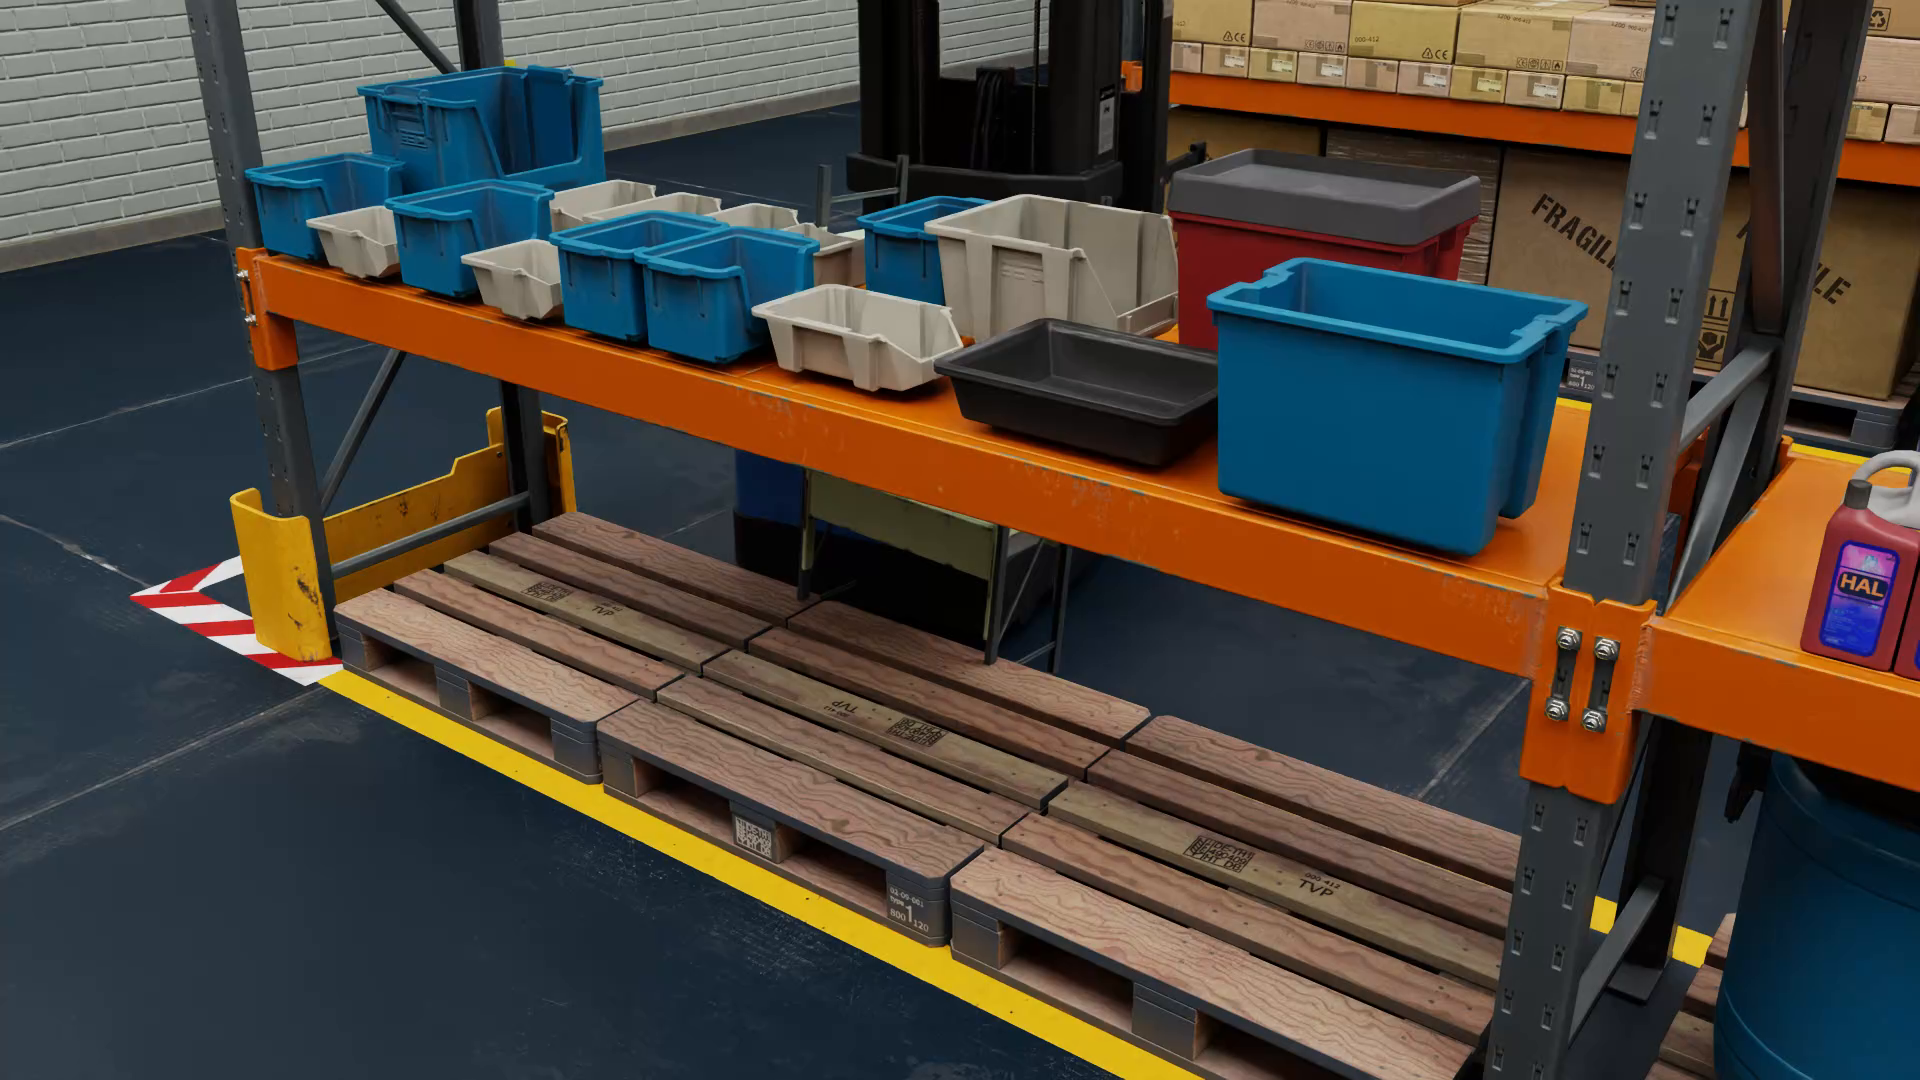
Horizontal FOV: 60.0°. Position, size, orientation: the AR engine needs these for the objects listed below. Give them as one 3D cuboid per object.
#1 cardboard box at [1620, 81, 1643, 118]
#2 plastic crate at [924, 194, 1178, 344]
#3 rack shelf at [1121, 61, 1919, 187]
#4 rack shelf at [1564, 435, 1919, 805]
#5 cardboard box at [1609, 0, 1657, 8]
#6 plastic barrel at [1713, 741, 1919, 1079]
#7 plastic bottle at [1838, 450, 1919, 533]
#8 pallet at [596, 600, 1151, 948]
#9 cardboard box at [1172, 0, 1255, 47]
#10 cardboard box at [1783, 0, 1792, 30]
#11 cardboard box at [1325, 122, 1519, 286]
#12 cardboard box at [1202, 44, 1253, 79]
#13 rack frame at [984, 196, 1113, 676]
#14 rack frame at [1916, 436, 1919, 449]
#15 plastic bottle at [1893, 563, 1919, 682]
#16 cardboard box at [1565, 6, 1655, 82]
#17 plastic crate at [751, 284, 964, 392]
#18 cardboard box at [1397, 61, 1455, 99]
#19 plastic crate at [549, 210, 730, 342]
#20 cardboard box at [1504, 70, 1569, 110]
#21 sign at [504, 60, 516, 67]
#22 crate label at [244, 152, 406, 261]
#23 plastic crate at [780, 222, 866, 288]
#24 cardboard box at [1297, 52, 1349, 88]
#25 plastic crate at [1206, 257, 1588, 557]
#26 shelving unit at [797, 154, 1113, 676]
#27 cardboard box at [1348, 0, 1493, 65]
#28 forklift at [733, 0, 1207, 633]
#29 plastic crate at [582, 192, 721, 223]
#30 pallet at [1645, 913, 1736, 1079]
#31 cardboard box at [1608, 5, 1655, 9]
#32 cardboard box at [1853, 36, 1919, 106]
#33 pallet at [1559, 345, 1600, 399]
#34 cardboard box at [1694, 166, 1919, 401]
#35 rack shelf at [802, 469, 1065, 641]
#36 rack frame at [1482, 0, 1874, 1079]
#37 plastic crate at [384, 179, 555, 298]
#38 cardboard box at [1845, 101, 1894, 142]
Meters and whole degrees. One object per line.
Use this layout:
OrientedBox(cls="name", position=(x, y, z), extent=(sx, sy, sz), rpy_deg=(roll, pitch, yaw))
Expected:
OrientedBox(cls="cardboard box", position=(3.062, -1.927, 7.216), extent=(0.250, 0.149, 0.380), rpy_deg=(17, 29, 34))
OrientedBox(cls="plastic crate", position=(0.244, -0.629, 4.031), extent=(0.530, 0.282, 0.437), rpy_deg=(17, 29, 33))
OrientedBox(cls="rack shelf", position=(2.726, -1.980, 7.916), extent=(4.000, 0.370, 1.077), rpy_deg=(17, 29, 33))
OrientedBox(cls="rack shelf", position=(2.956, 0.585, 2.093), extent=(4.000, 0.370, 1.077), rpy_deg=(17, 29, 33))
OrientedBox(cls="cardboard box", position=(3.288, -2.680, 7.500), extent=(0.500, 0.500, 0.500), rpy_deg=(16, 28, 32))
OrientedBox(cls="plastic barrel", position=(1.781, 0.678, 3.073), extent=(0.708, 0.901, 0.600), rpy_deg=(17, 29, 33))
OrientedBox(cls="plastic bottle", position=(1.475, -0.005, 2.603), extent=(0.185, 0.351, 0.144), rpy_deg=(17, 29, 33))
OrientedBox(cls="pallet", position=(-0.237, 0.588, 4.653), extent=(1.213, 0.211, 1.003), rpy_deg=(17, 29, 33))
OrientedBox(cls="cardboard box", position=(1.347, -2.657, 8.377), extent=(0.500, 0.250, 0.500), rpy_deg=(16, 28, 32))
OrientedBox(cls="cardboard box", position=(3.399, -2.384, 6.827), extent=(0.500, 0.500, 0.500), rpy_deg=(17, 29, 34))
OrientedBox(cls="cardboard box", position=(2.414, -1.664, 8.420), extent=(0.875, 0.875, 0.875), rpy_deg=(17, 29, 33))
OrientedBox(cls="cardboard box", position=(1.418, -2.424, 8.343), extent=(0.250, 0.149, 0.380), rpy_deg=(16, 29, 33))
OrientedBox(cls="rack frame", position=(0.245, -0.228, 4.831), extent=(0.023, 1.500, 0.400), rpy_deg=(19, 26, 32))
OrientedBox(cls="rack frame", position=(4.326, -1.826, 6.673), extent=(0.127, 3.000, 1.000), rpy_deg=(17, 29, 33))
OrientedBox(cls="plastic bottle", position=(1.500, 0.084, 2.483), extent=(0.133, 0.283, 0.061), rpy_deg=(17, 29, 33))
OrientedBox(cls="cardboard box", position=(2.991, -2.163, 7.256), extent=(0.500, 0.250, 0.500), rpy_deg=(18, 29, 34))
OrientedBox(cls="plastic crate", position=(-0.218, -0.458, 3.823), extent=(0.466, 0.136, 0.293), rpy_deg=(17, 29, 33))
OrientedBox(cls="cardboard box", position=(2.242, -2.175, 7.779), extent=(0.250, 0.149, 0.380), rpy_deg=(16, 29, 33))
OrientedBox(cls="plastic crate", position=(-0.792, -0.661, 4.164), extent=(0.300, 0.233, 0.416), rpy_deg=(17, 29, 33))
OrientedBox(cls="cardboard box", position=(2.654, -2.051, 7.497), extent=(0.250, 0.149, 0.380), rpy_deg=(17, 29, 34))
OrientedBox(cls="sign", position=(-1.528, -1.451, 5.620), extent=(0.005, 0.325, 0.100), rpy_deg=(17, 29, 33))
OrientedBox(cls="crate label", position=(-1.845, -0.980, 4.887), extent=(0.303, 0.233, 0.416), rpy_deg=(17, 29, 33))
OrientedBox(cls="plastic crate", position=(-0.375, -0.763, 4.514), extent=(0.250, 0.136, 0.298), rpy_deg=(17, 29, 33))
OrientedBox(cls="cardboard box", position=(1.832, -2.299, 8.060), extent=(0.250, 0.149, 0.380), rpy_deg=(16, 29, 33))
OrientedBox(cls="plastic crate", position=(0.777, -0.250, 3.044), extent=(0.575, 0.384, 0.392), rpy_deg=(17, 29, 33))
OrientedBox(cls="shelving unit", position=(-0.049, -0.331, 5.023), extent=(0.755, 1.500, 0.431), rpy_deg=(19, 26, 32))
OrientedBox(cls="cardboard box", position=(2.167, -2.411, 7.819), extent=(0.500, 0.250, 0.500), rpy_deg=(16, 28, 32))
OrientedBox(cls="forklift", position=(0.342, -1.597, 6.239), extent=(1.130, 2.935, 3.031), rpy_deg=(12, 26, 25))
OrientedBox(cls="plastic crate", position=(-0.861, -0.888, 4.798), extent=(0.243, 0.136, 0.396), rpy_deg=(17, 29, 33))
OrientedBox(cls="pallet", position=(1.948, 1.249, 3.154), extent=(1.213, 0.211, 1.003), rpy_deg=(17, 29, 33))
OrientedBox(cls="cardboard box", position=(3.294, -2.336, 7.650), extent=(0.500, 0.250, 0.500), rpy_deg=(18, 29, 35))
OrientedBox(cls="cardboard box", position=(3.815, -1.915, 6.693), extent=(0.500, 0.250, 0.500), rpy_deg=(16, 29, 32))
OrientedBox(cls="pallet", position=(2.784, -1.053, 8.379), extent=(1.213, 0.211, 1.003), rpy_deg=(17, 29, 33))
OrientedBox(cls="cardboard box", position=(3.846, -1.231, 7.438), extent=(0.875, 0.875, 0.875), rpy_deg=(17, 29, 33))
OrientedBox(cls="rack shelf", position=(-0.075, -0.030, 5.144), extent=(0.720, 0.370, 0.431), rpy_deg=(19, 26, 32))
OrientedBox(cls="rack frame", position=(1.355, -0.227, 3.046), extent=(0.127, 3.000, 1.000), rpy_deg=(17, 29, 33))
OrientedBox(cls="plastic crate", position=(-1.318, -0.820, 4.525), extent=(0.300, 0.233, 0.416), rpy_deg=(17, 29, 33))
OrientedBox(cls="cardboard box", position=(3.679, -1.741, 6.792), extent=(0.250, 0.149, 0.380), rpy_deg=(17, 29, 34))
